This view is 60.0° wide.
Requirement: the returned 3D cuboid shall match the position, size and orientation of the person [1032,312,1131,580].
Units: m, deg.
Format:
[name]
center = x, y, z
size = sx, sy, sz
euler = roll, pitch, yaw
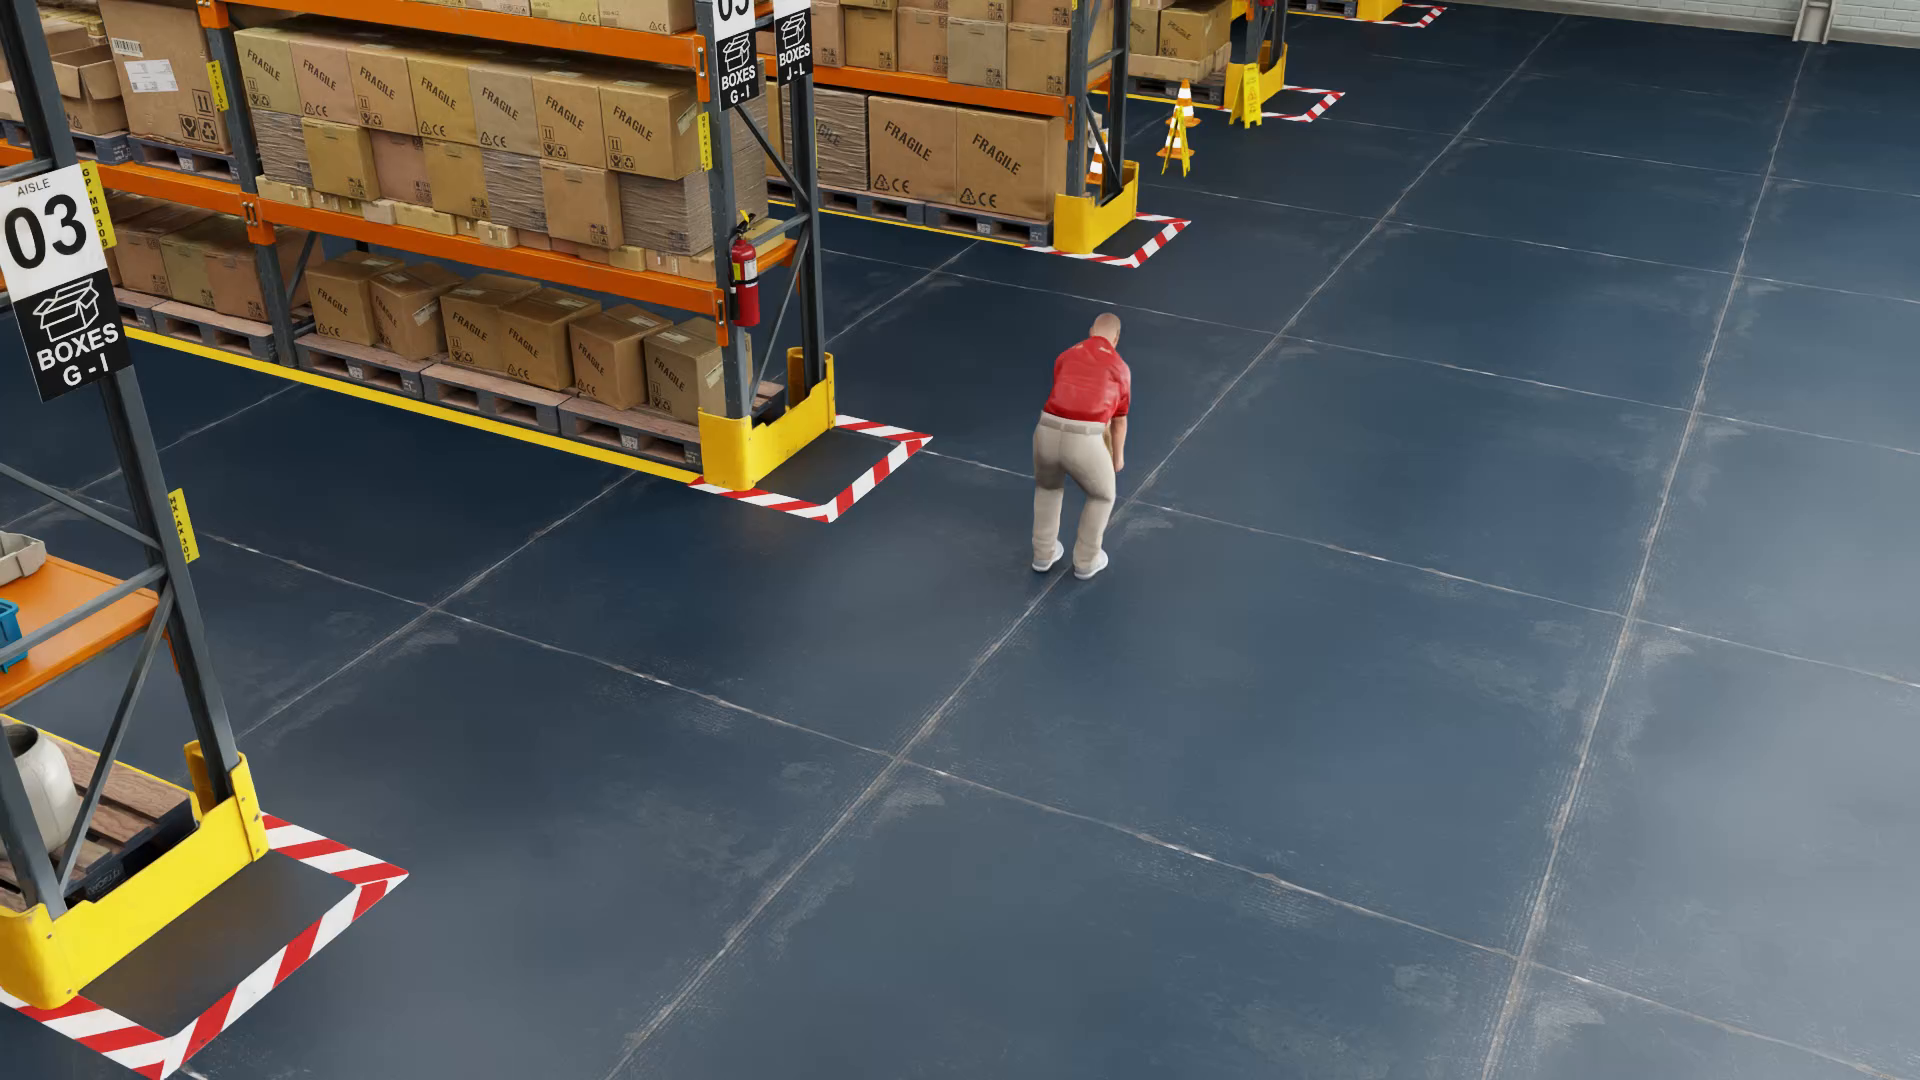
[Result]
[person]
center = 0.711, -0.529, 9.554
size = 0.478, 1.414, 0.843
euler = 13, 32, 22
